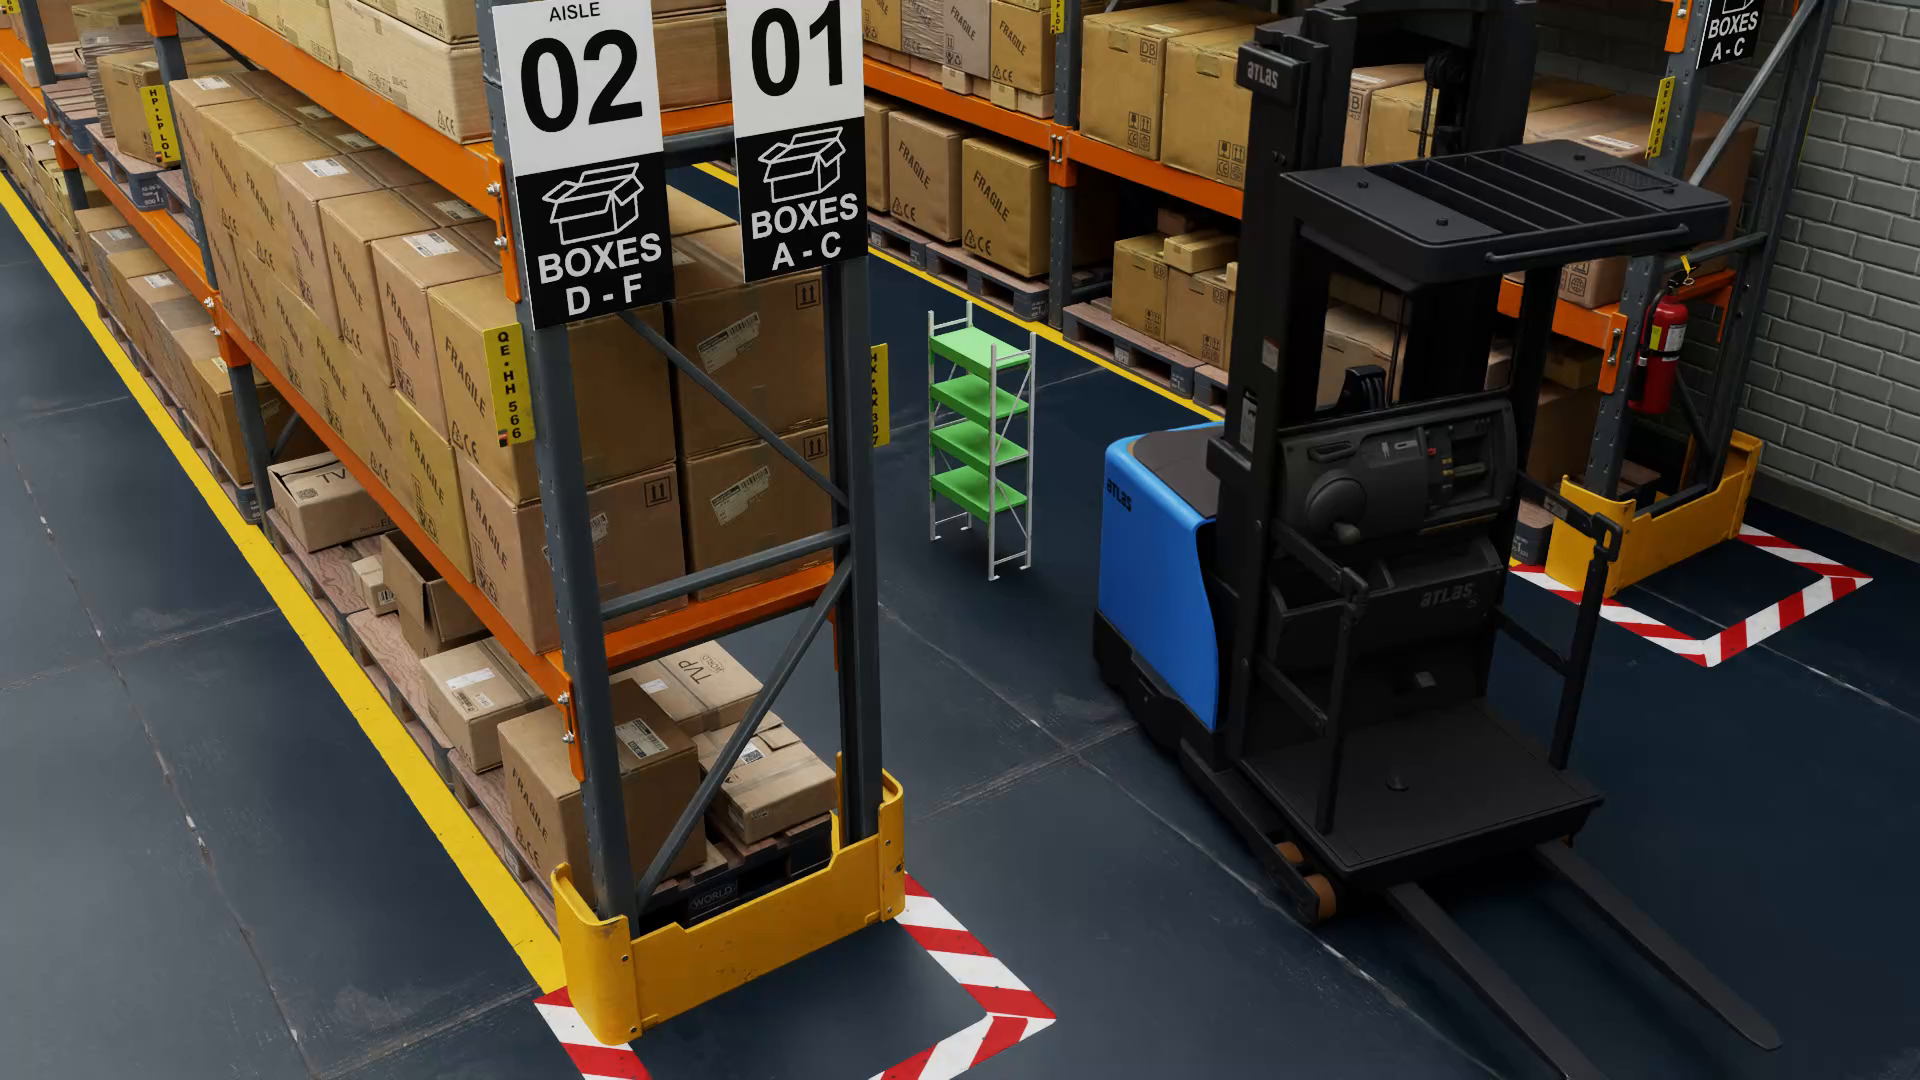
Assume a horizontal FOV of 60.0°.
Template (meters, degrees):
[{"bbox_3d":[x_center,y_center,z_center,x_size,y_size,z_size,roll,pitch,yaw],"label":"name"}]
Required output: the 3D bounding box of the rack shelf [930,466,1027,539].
[{"bbox_3d":[0.096,-0.196,7.990,0.258,0.148,0.480,-19,34,-31],"label":"rack shelf"}]

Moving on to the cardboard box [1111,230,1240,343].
[{"bbox_3d":[1.364,-1.591,10.215,0.700,0.500,0.500,-18,33,-30],"label":"cardboard box"}]

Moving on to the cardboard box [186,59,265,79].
[{"bbox_3d":[-3.562,-2.175,8.568,0.700,0.500,0.500,-13,31,-23],"label":"cardboard box"}]

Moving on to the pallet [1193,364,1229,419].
[{"bbox_3d":[2.103,-0.806,9.514,1.003,0.211,1.213,-19,34,-31],"label":"pallet"}]

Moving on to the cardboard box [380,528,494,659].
[{"bbox_3d":[-1.925,0.182,6.927,0.797,0.503,0.637,-19,34,-31],"label":"cardboard box"}]

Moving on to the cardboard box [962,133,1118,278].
[{"bbox_3d":[0.531,-2.280,11.118,0.750,0.750,0.750,-18,33,-30],"label":"cardboard box"}]

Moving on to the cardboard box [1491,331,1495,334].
[{"bbox_3d":[2.475,-0.983,8.416,0.380,0.149,0.250,-18,33,-29],"label":"cardboard box"}]

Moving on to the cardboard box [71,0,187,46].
[{"bbox_3d":[-4.882,-3.021,10.125,0.500,0.500,0.700,19,34,30],"label":"cardboard box"}]

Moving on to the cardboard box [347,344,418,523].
[{"bbox_3d":[-1.769,-0.435,5.803,0.500,0.500,0.500,-18,34,-30],"label":"cardboard box"}]

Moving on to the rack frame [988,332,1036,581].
[{"bbox_3d":[0.238,-0.368,7.670,0.240,1.200,0.015,-19,34,-31],"label":"rack frame"}]

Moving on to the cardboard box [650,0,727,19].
[{"bbox_3d":[-0.785,-1.640,4.616,0.500,0.250,0.500,-19,34,-31],"label":"cardboard box"}]

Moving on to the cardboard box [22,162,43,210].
[{"bbox_3d":[-6.735,-2.714,12.546,0.500,0.250,0.500,-18,33,-30],"label":"cardboard box"}]

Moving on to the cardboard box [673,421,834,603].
[{"bbox_3d":[-0.742,-0.185,5.344,0.500,0.500,0.500,-18,33,-30],"label":"cardboard box"}]

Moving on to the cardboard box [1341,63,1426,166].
[{"bbox_3d":[2.164,-2.175,8.797,0.980,0.700,0.700,-21,35,-33],"label":"cardboard box"}]

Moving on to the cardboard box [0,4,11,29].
[{"bbox_3d":[-7.312,-4.050,12.827,0.380,0.149,0.250,-19,34,-31],"label":"cardboard box"}]

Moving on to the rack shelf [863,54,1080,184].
[{"bbox_3d":[-0.146,-3.285,11.910,1.077,0.370,4.000,-19,34,-31],"label":"rack shelf"}]

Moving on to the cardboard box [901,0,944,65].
[{"bbox_3d":[-0.048,-3.510,11.133,0.500,0.500,0.500,-19,34,-31],"label":"cardboard box"}]

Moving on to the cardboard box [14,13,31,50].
[{"bbox_3d":[-6.631,-3.902,12.188,0.500,0.500,0.500,-19,34,-31],"label":"cardboard box"}]

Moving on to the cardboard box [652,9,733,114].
[{"bbox_3d":[-0.790,-1.418,4.733,0.500,0.250,0.500,-19,34,-31],"label":"cardboard box"}]

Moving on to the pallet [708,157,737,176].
[{"bbox_3d":[-1.758,-3.458,14.395,1.003,0.211,1.213,-19,34,-31],"label":"pallet"}]

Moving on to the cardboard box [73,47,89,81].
[{"bbox_3d":[-5.515,-3.120,10.946,0.500,0.311,0.500,-16,33,-28],"label":"cardboard box"}]

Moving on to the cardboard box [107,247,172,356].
[{"bbox_3d":[-4.713,-1.446,9.929,0.500,0.500,0.500,-19,34,-31],"label":"cardboard box"}]

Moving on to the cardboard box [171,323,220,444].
[{"bbox_3d":[-3.819,-0.853,8.836,0.500,0.500,0.500,-19,34,-30],"label":"cardboard box"}]

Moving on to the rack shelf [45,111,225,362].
[{"bbox_3d":[-4.179,-1.912,9.382,1.077,0.370,4.000,-19,34,-31],"label":"rack shelf"}]

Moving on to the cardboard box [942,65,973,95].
[{"bbox_3d":[0.107,-3.066,10.995,0.380,0.149,0.250,-19,34,-31],"label":"cardboard box"}]

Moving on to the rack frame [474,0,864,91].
[{"bbox_3d":[-0.699,-2.532,3.484,1.000,3.000,0.127,-19,34,-31],"label":"rack frame"}]

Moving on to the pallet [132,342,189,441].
[{"bbox_3d":[-4.234,-1.006,9.881,1.003,0.211,1.213,-19,34,-31],"label":"pallet"}]

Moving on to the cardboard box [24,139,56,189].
[{"bbox_3d":[-6.441,-2.761,12.045,0.500,0.311,0.500,-19,34,-31],"label":"cardboard box"}]

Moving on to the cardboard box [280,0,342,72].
[{"bbox_3d":[-1.793,-1.663,5.183,0.500,0.250,0.500,-19,34,-31],"label":"cardboard box"}]

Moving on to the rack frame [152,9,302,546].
[{"bbox_3d":[-3.019,-1.451,7.779,1.000,3.000,0.127,-19,34,-31],"label":"rack frame"}]

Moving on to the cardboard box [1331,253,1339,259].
[{"bbox_3d":[2.048,-1.582,9.520,0.380,0.149,0.250,-18,33,-30],"label":"cardboard box"}]

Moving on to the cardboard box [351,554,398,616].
[{"bbox_3d":[-2.442,0.157,7.325,0.380,0.166,0.250,-19,34,-31],"label":"cardboard box"}]

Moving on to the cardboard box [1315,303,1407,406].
[{"bbox_3d":[2.264,-0.989,9.107,0.700,0.500,0.500,-20,34,-32],"label":"cardboard box"}]

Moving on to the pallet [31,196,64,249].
[{"bbox_3d":[-6.489,-2.585,12.789,1.003,0.211,1.213,-19,34,-31],"label":"pallet"}]

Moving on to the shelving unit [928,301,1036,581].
[{"bbox_3d":[0.096,-0.463,7.845,0.258,1.200,0.503,-19,34,-31],"label":"shelving unit"}]

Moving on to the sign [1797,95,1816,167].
[{"bbox_3d":[3.790,-1.835,7.496,0.100,0.325,0.005,-19,34,-31],"label":"sign"}]

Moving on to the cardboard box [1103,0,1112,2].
[{"bbox_3d":[0.959,-3.588,10.490,0.500,0.250,0.500,-18,33,-29],"label":"cardboard box"}]

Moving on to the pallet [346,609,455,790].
[{"bbox_3d":[-1.910,0.516,7.078,1.003,0.211,1.213,-19,34,-31],"label":"pallet"}]

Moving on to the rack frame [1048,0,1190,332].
[{"bbox_3d":[1.014,-2.824,10.306,1.000,3.000,0.127,-19,34,-31],"label":"rack frame"}]

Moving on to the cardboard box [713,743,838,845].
[{"bbox_3d":[-0.662,0.906,5.966,0.380,0.149,0.250,-19,34,-31],"label":"cardboard box"}]

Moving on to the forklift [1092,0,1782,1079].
[{"bbox_3d":[1.594,-0.185,5.520,1.130,2.935,3.031,-11,30,-19],"label":"forklift"}]

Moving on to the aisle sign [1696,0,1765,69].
[{"bbox_3d":[3.131,-2.300,6.618,0.394,0.787,0.004,-19,34,-31],"label":"aisle sign"}]

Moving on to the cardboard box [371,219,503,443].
[{"bbox_3d":[-1.475,-0.672,5.193,0.500,0.500,0.500,-18,33,-29],"label":"cardboard box"}]

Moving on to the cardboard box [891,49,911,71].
[{"bbox_3d":[-0.259,-3.388,11.587,0.380,0.149,0.250,-18,33,-29],"label":"cardboard box"}]

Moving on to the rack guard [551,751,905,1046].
[{"bbox_3d":[-0.743,1.173,5.566,1.175,0.500,0.348,-19,34,-31],"label":"rack guard"}]

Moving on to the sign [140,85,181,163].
[{"bbox_3d":[-3.469,-1.805,7.217,0.100,0.325,0.005,-19,34,-31],"label":"sign"}]

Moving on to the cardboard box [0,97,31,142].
[{"bbox_3d":[-7.337,-3.358,13.144,0.500,0.311,0.500,-19,34,-31],"label":"cardboard box"}]

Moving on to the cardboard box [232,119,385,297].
[{"bbox_3d":[-2.378,-1.273,6.298,0.500,0.500,0.500,-20,34,-32],"label":"cardboard box"}]

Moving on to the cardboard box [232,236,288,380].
[{"bbox_3d":[-2.646,-1.023,6.886,0.500,0.500,0.500,-18,33,-30],"label":"cardboard box"}]

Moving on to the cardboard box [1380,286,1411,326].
[{"bbox_3d":[2.495,-1.284,8.971,0.380,0.149,0.250,-18,33,-30],"label":"cardboard box"}]

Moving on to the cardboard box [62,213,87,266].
[{"bbox_3d":[-5.843,-2.119,11.450,0.500,0.250,0.500,-18,33,-29],"label":"cardboard box"}]

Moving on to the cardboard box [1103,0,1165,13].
[{"bbox_3d":[0.952,-3.256,10.665,0.500,0.500,0.500,-20,34,-32],"label":"cardboard box"}]

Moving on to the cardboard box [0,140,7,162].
[{"bbox_3d":[-7.627,-3.312,13.646,0.500,0.250,0.500,-20,34,-32],"label":"cardboard box"}]

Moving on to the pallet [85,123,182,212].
[{"bbox_3d":[-4.208,-2.167,9.298,1.003,0.211,1.213,-19,34,-31],"label":"pallet"}]

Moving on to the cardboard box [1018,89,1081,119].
[{"bbox_3d":[0.587,-2.775,10.459,0.380,0.149,0.250,-18,34,-30],"label":"cardboard box"}]

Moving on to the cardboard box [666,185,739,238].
[{"bbox_3d":[-1.051,-0.826,5.475,0.500,0.500,0.500,-18,33,-30],"label":"cardboard box"}]
